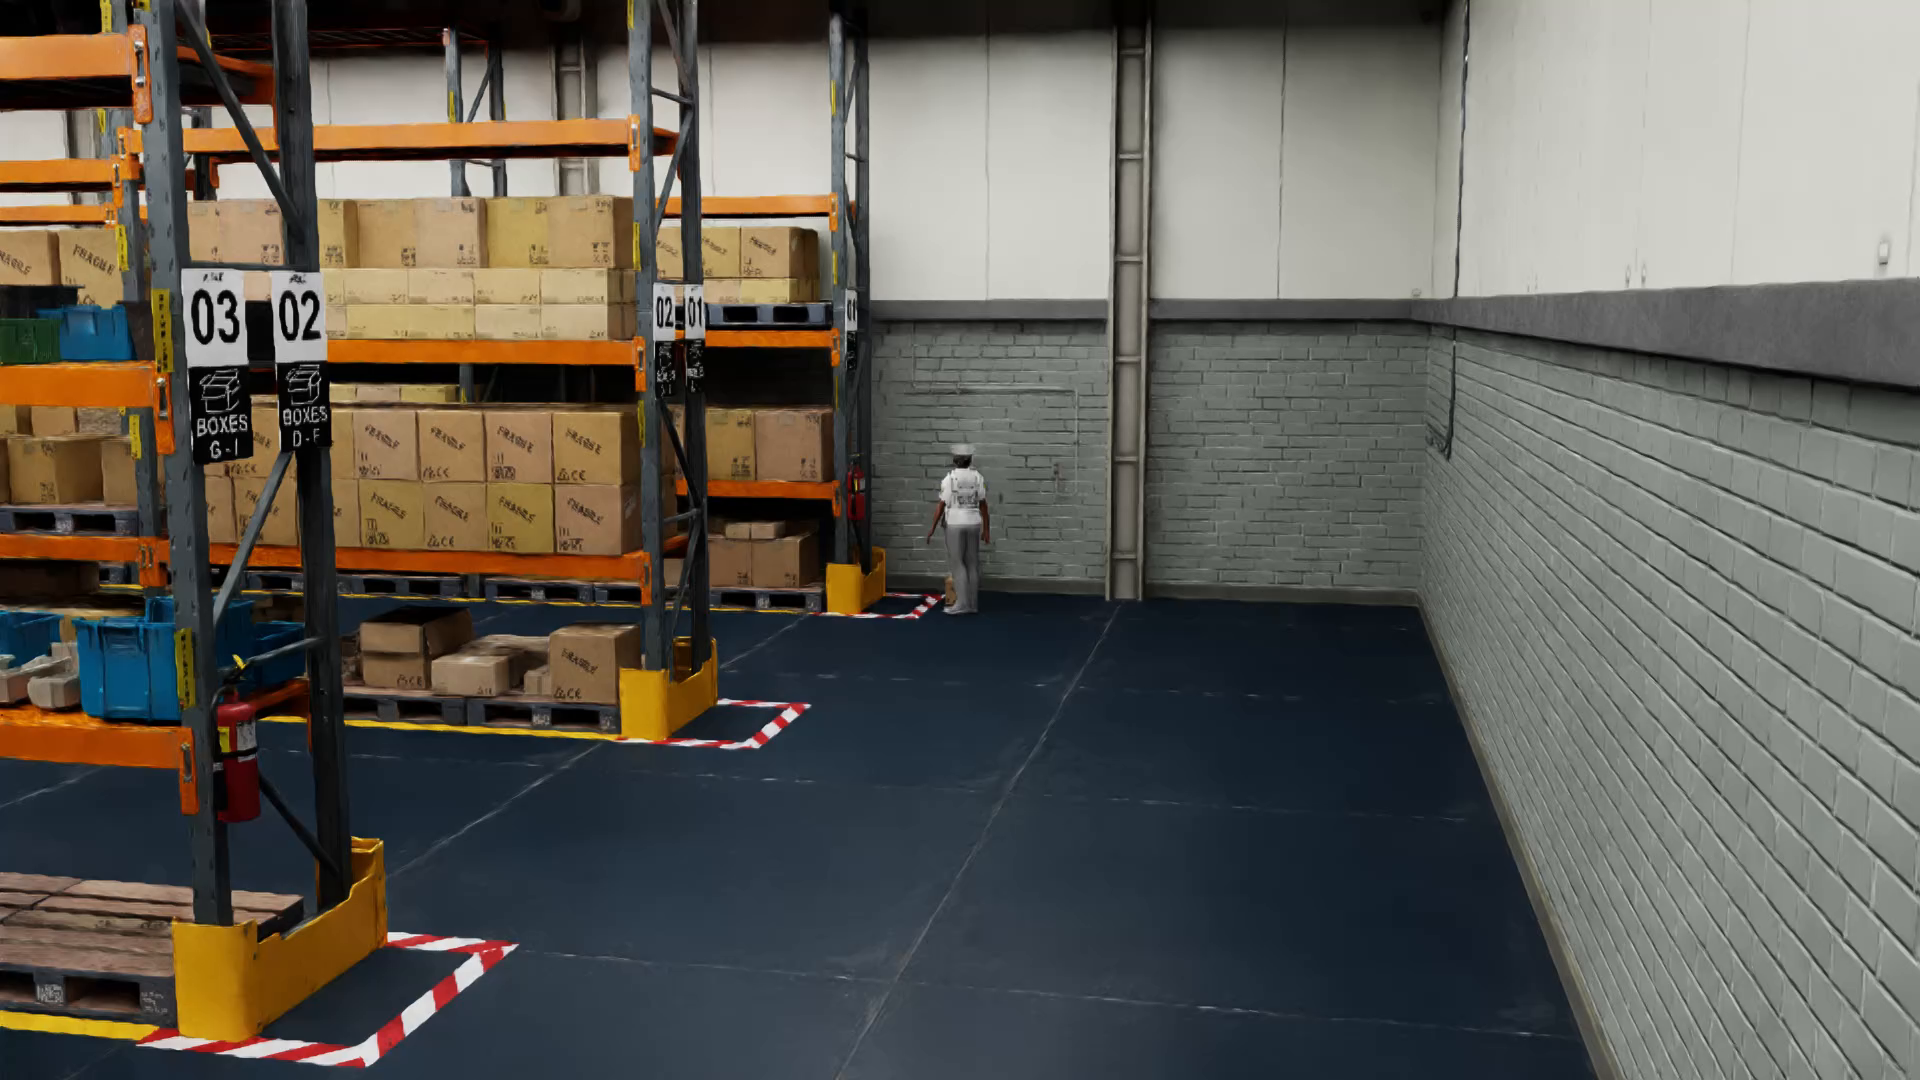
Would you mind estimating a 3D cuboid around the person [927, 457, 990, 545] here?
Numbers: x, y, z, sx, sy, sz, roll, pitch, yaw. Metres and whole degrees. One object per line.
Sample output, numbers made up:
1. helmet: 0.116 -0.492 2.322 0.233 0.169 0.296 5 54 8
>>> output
1. person: -0.022 -0.436 16.396 0.604 0.988 0.335 -4 9 -24
